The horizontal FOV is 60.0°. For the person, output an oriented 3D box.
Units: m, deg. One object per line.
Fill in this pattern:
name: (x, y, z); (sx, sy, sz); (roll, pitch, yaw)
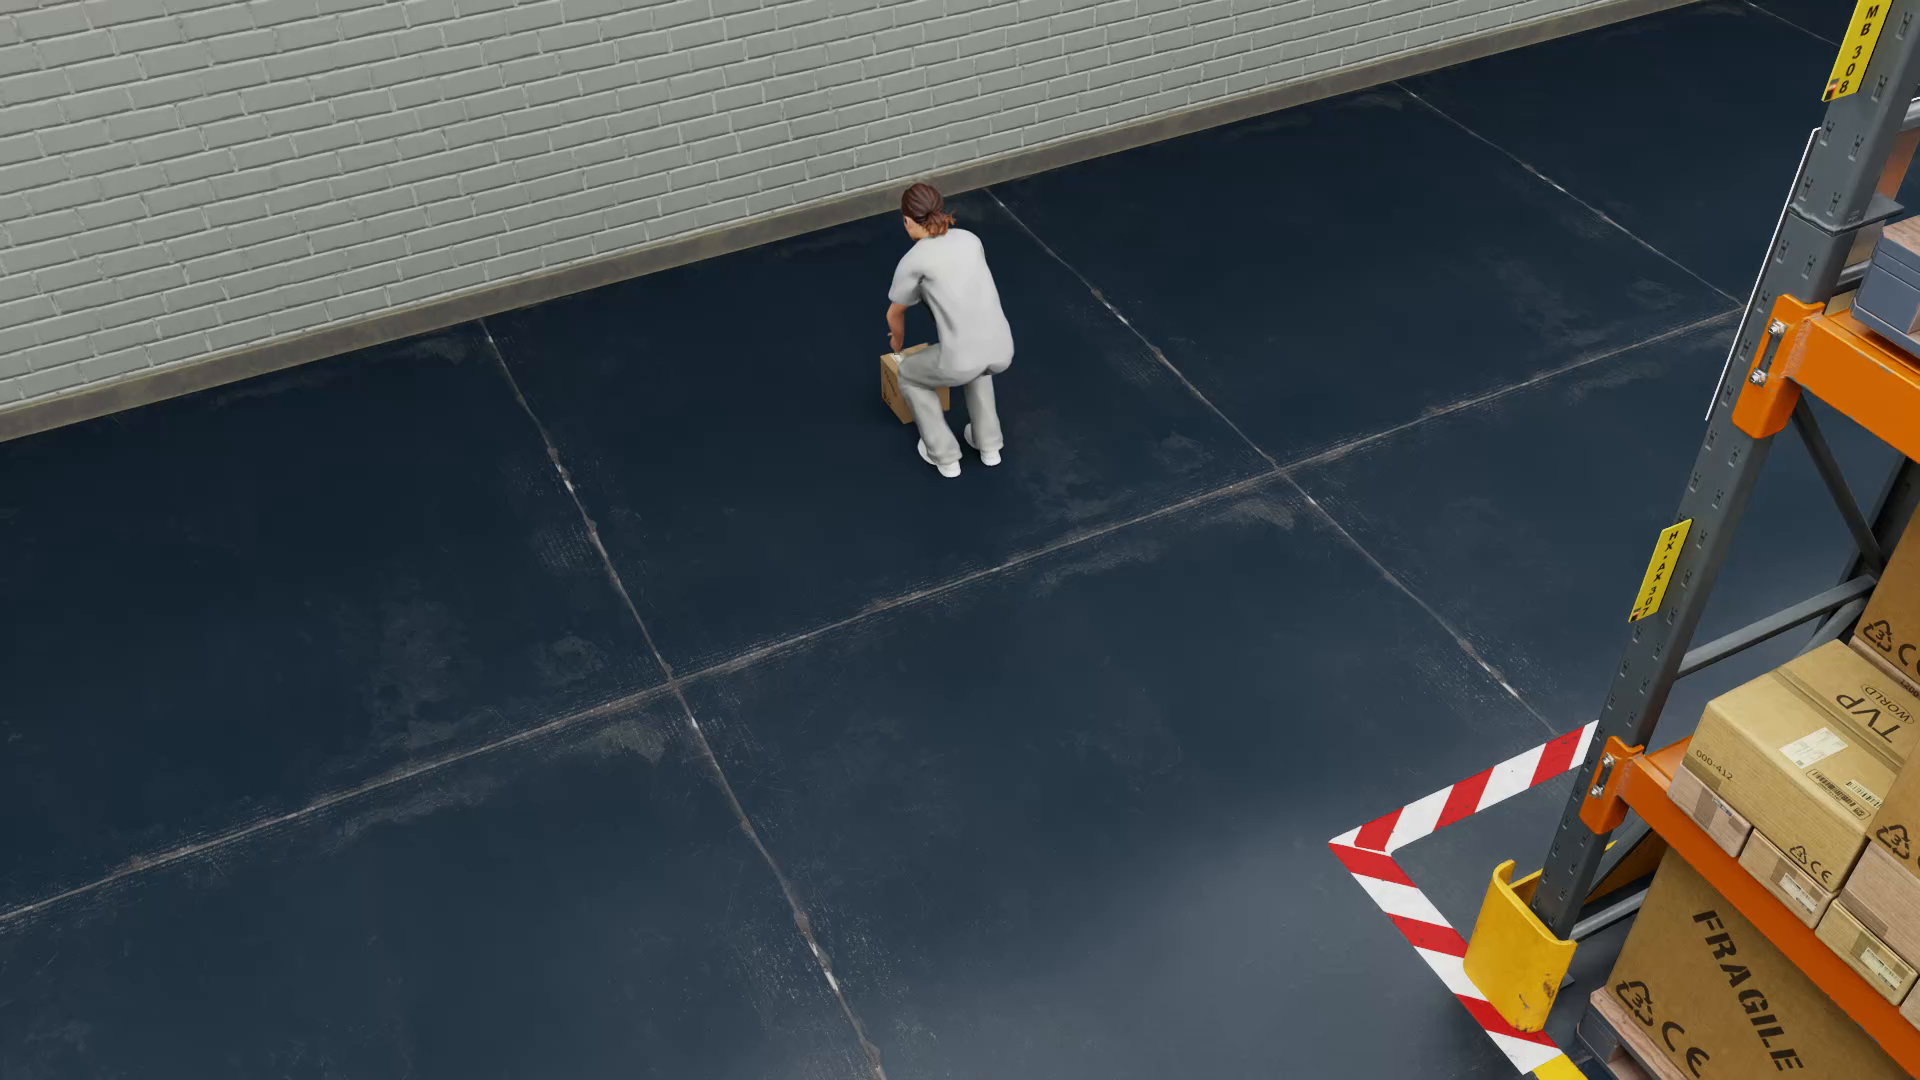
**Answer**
person: (-0.059, -0.911, 7.478); (0.494, 1.304, 0.682); (-19, 45, -20)
